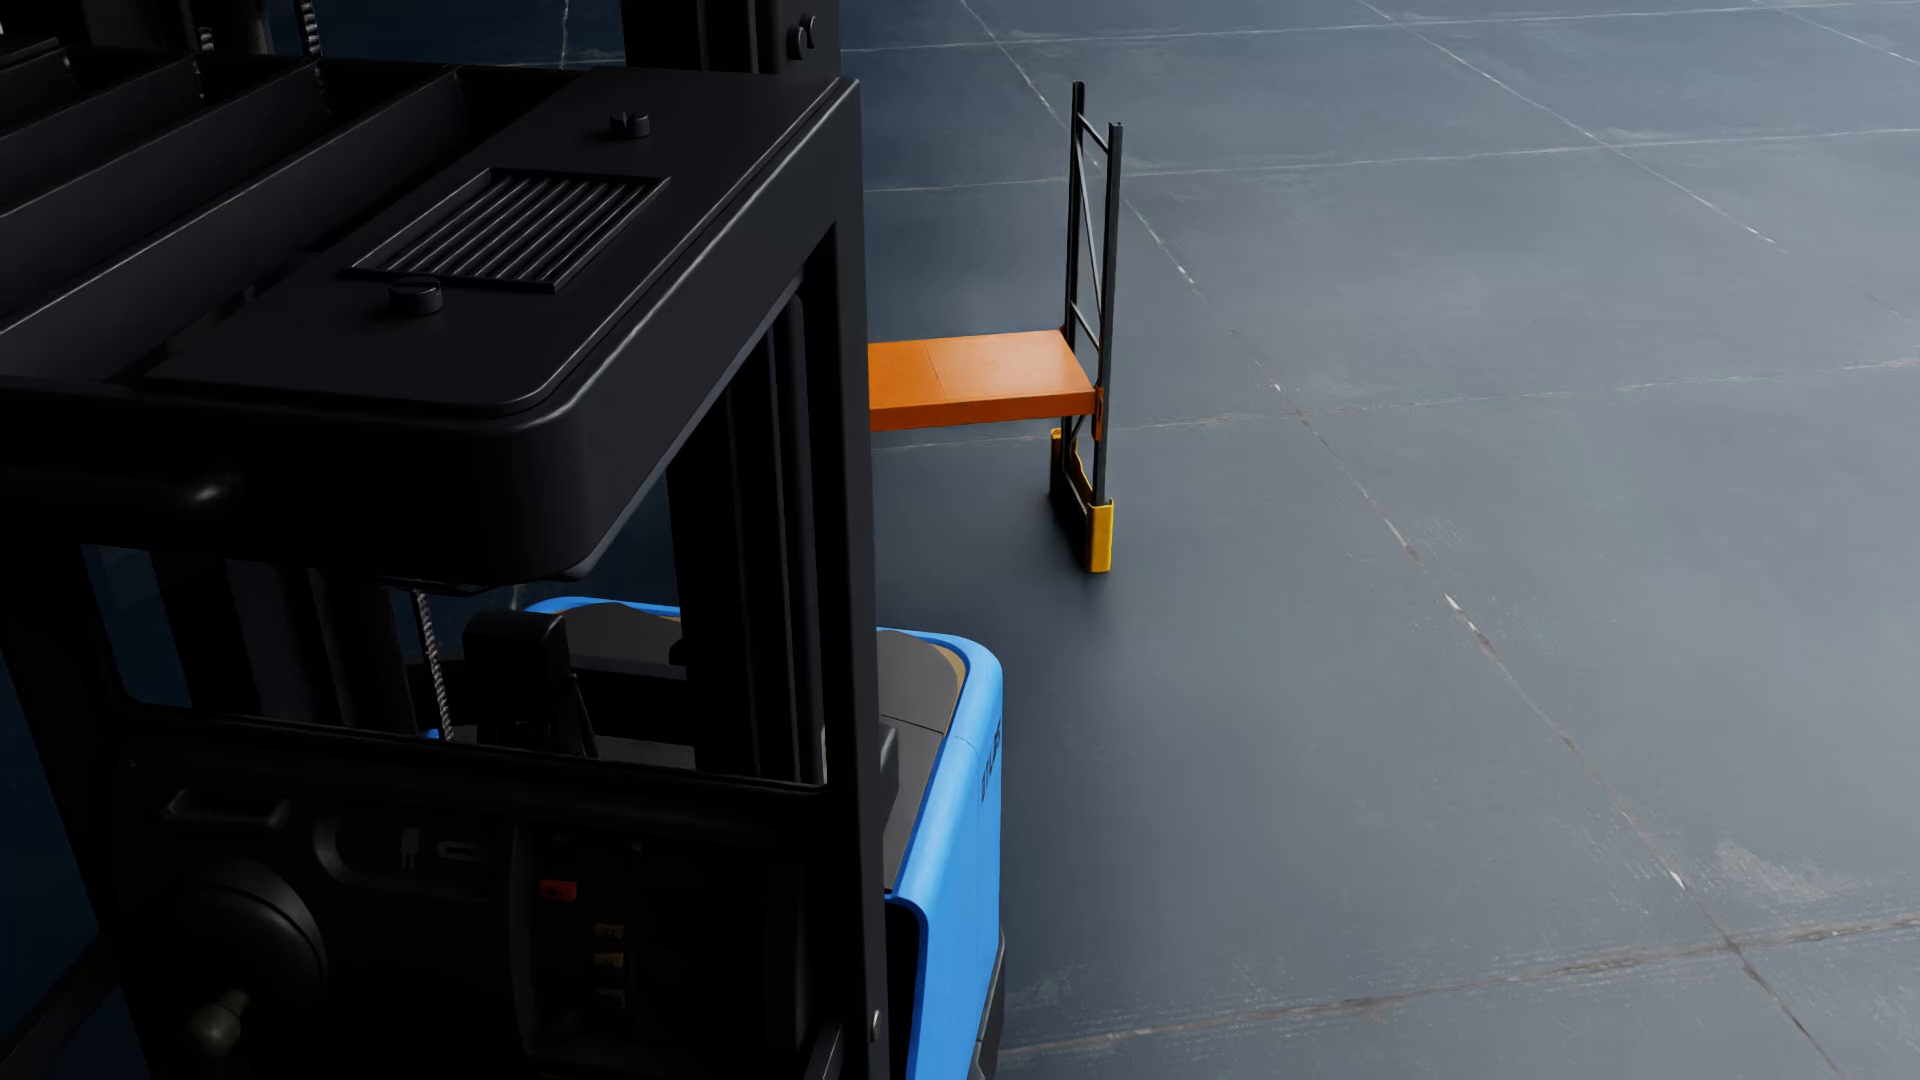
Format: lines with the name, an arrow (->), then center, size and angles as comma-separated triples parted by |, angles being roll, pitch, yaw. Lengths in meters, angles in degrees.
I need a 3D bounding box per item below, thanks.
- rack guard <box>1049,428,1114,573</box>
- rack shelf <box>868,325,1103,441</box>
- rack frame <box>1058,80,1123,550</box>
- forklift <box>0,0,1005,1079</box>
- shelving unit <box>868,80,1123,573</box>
rack guard -> 0.415, -0.146, 5.752 | 0.087, 0.250, 0.587 | -5, 31, -9
rack shelf -> -0.084, -0.484, 5.448 | 1.000, 0.185, 0.538 | -5, 31, -9
rack frame -> 0.416, -0.685, 5.436 | 0.032, 1.500, 0.500 | -5, 31, -9
forklift -> -0.684, 0.544, 1.934 | 1.130, 2.935, 3.031 | 6, 31, 9
shelving unit -> -0.075, -0.640, 5.358 | 1.083, 1.500, 0.587 | -5, 31, -9
